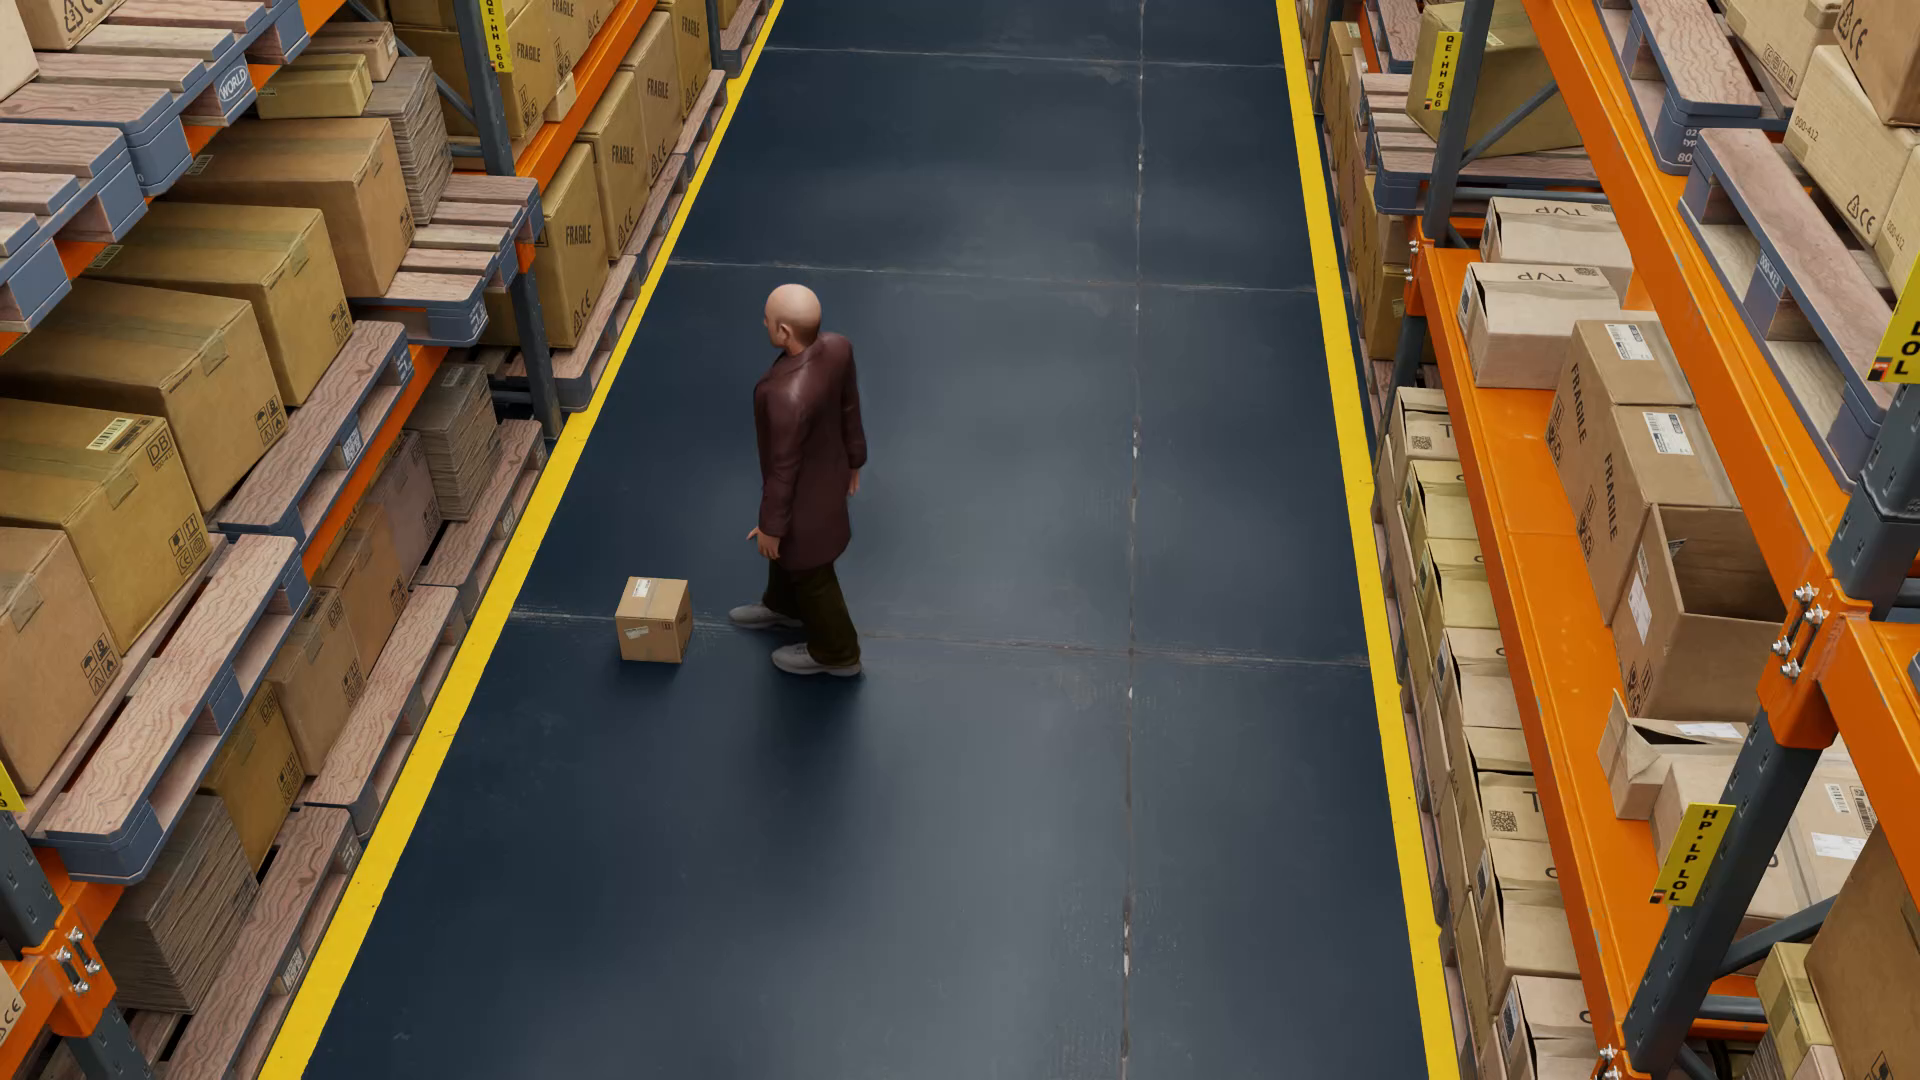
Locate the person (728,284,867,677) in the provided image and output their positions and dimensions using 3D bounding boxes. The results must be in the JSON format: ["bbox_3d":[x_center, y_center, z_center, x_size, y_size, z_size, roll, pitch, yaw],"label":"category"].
[{"bbox_3d":[-0.720,-0.190,6.390,0.645,1.784,0.614,8,40,10],"label":"person"}]
